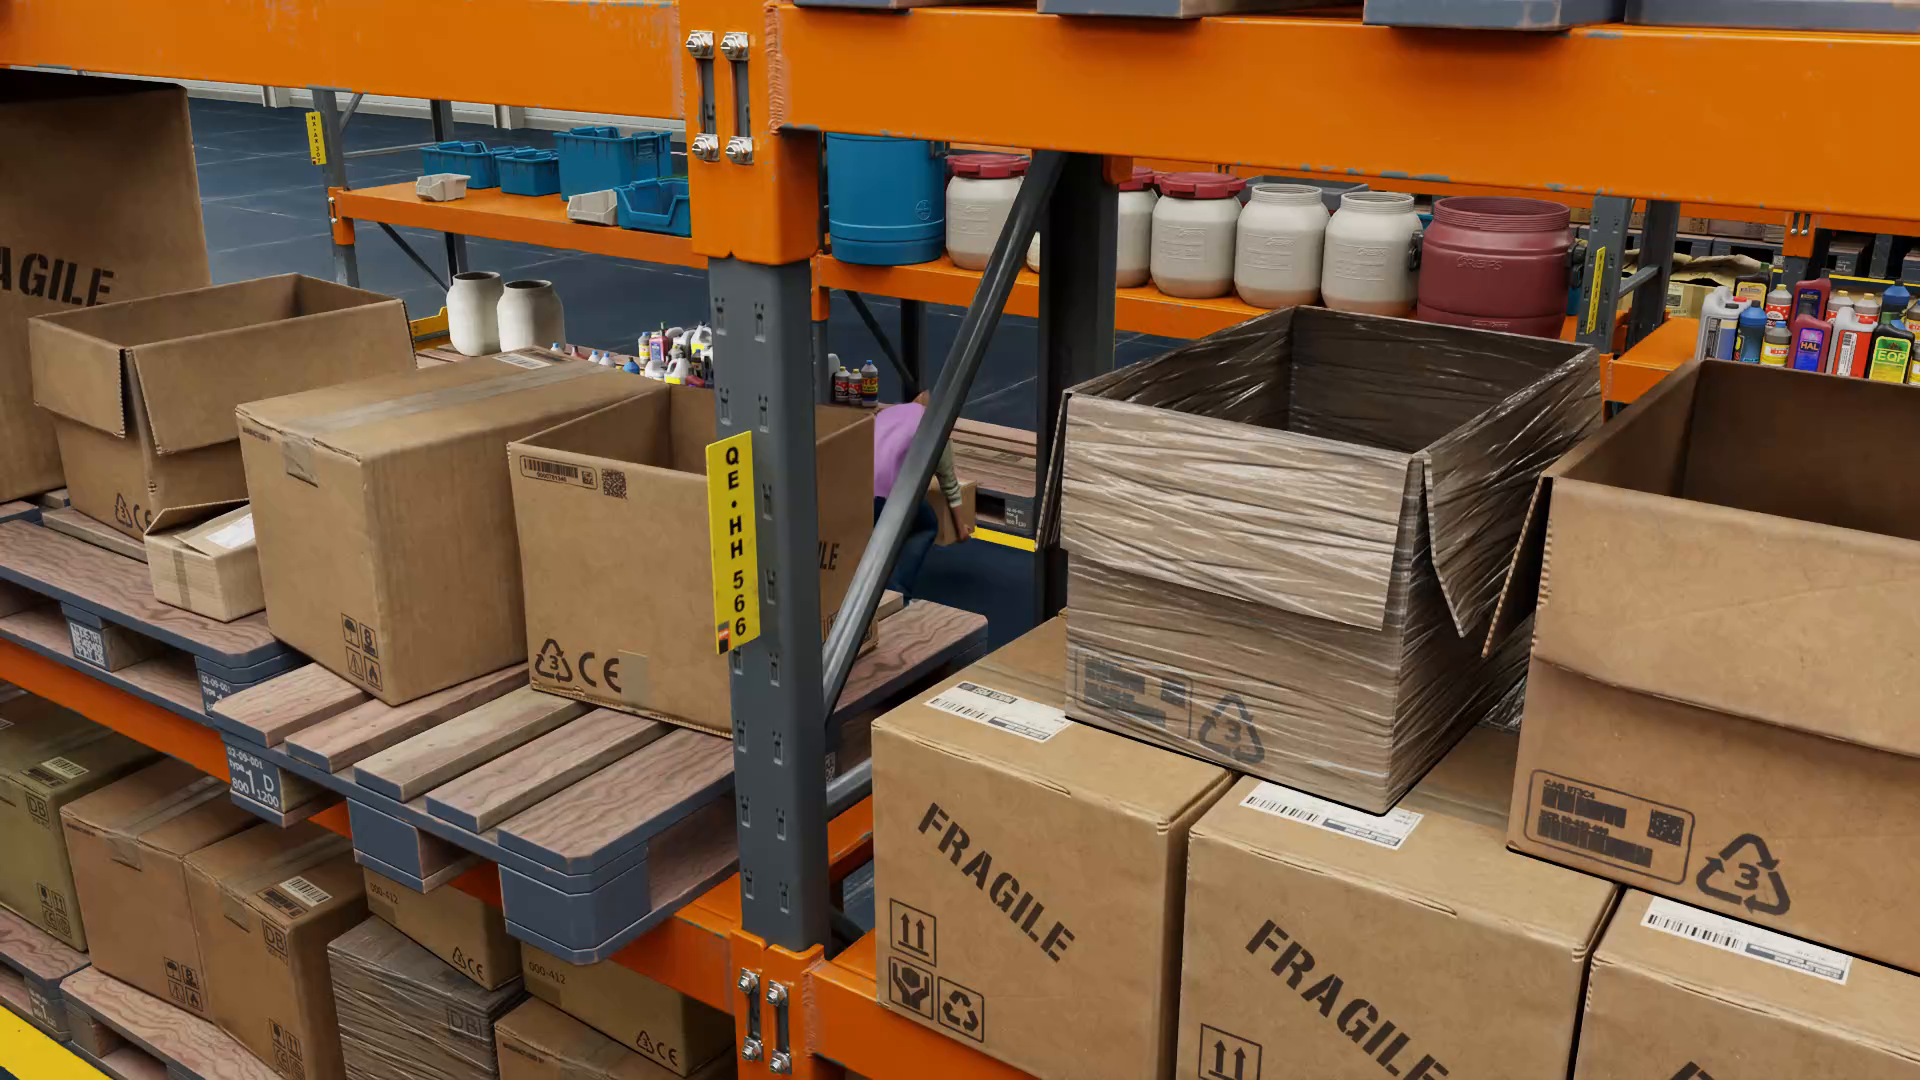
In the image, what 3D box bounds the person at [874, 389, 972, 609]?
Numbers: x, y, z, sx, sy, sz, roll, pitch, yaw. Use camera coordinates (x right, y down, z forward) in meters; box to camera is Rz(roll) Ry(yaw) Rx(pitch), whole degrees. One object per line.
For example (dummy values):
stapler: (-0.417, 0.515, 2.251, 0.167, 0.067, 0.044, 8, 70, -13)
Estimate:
person: (-0.270, -0.149, 7.458, 0.420, 0.935, 0.862, 12, 23, 29)
